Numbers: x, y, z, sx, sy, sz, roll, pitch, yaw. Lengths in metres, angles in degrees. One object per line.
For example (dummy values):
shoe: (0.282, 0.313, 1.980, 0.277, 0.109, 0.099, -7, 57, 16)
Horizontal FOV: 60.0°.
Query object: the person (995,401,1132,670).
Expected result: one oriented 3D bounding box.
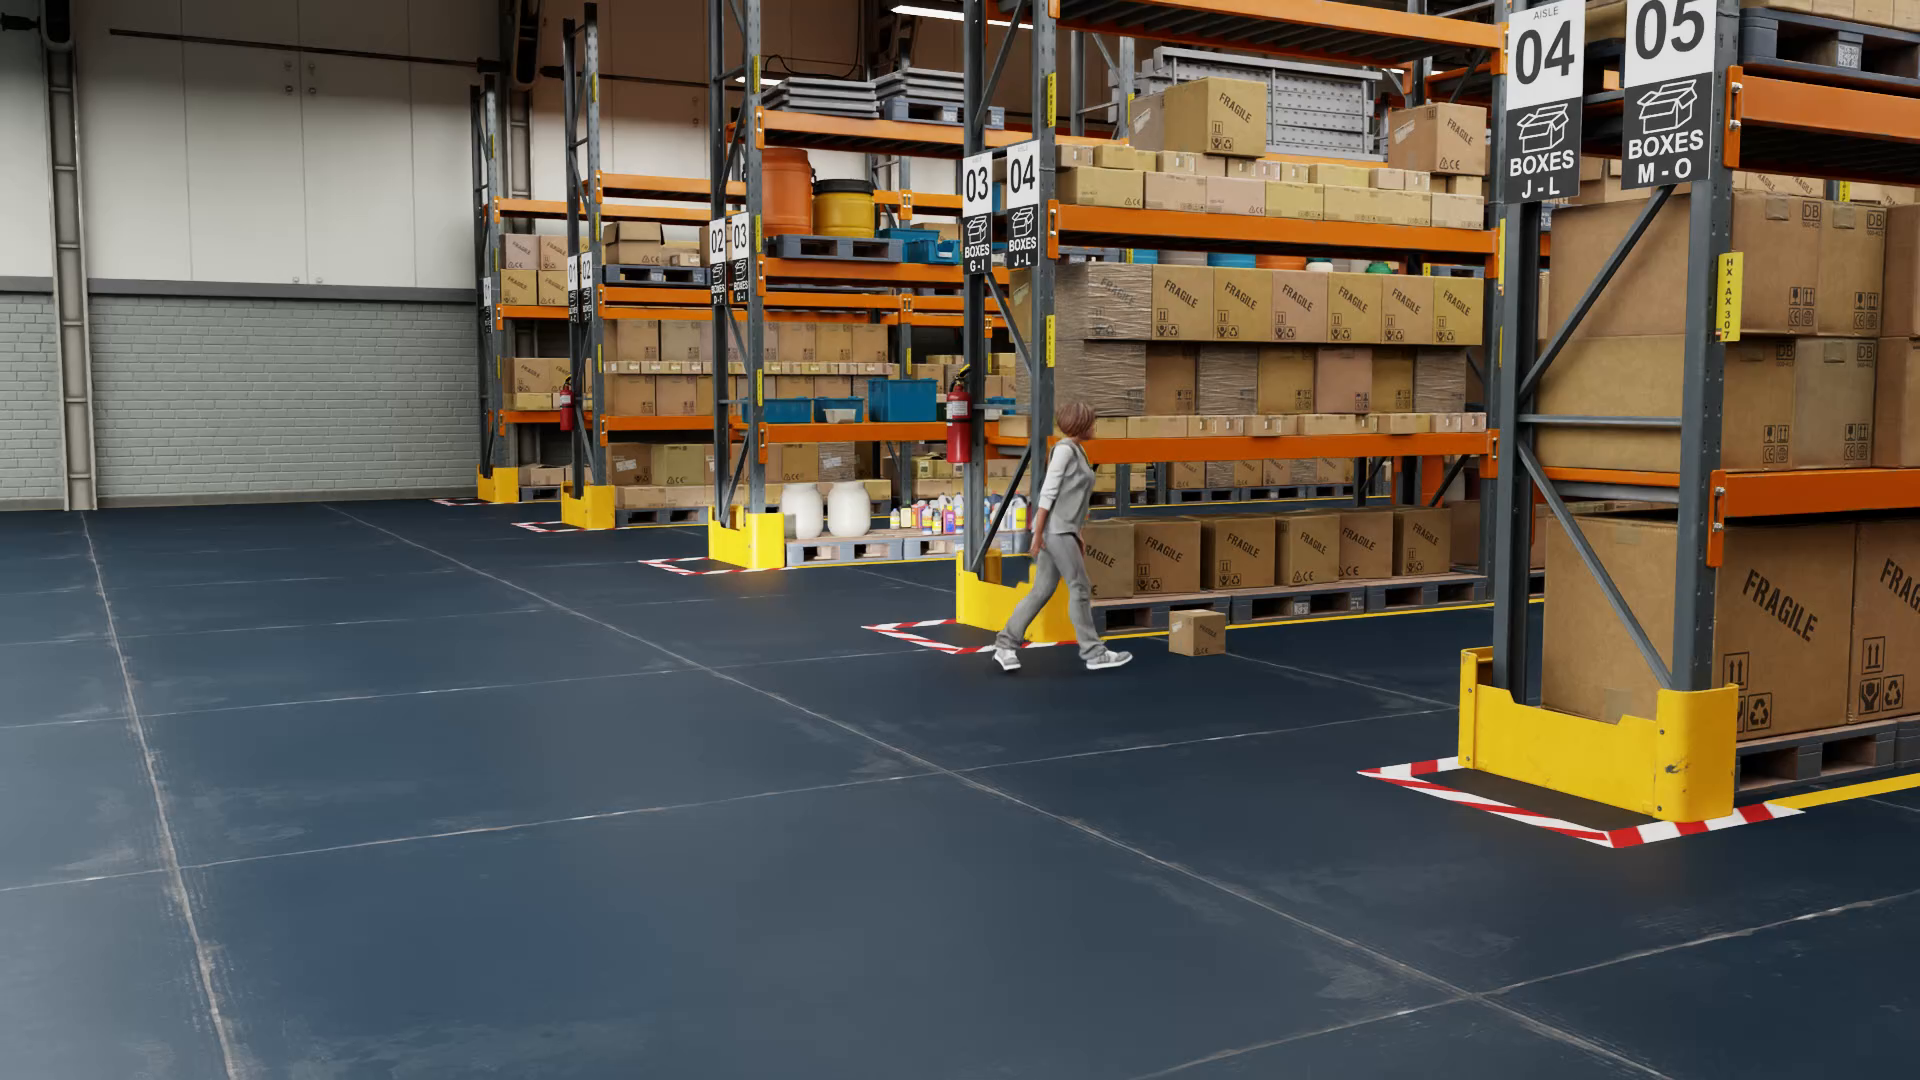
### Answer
person: (0.603, -0.031, 9.618, 0.800, 1.540, 0.491, 1, 5, 10)
